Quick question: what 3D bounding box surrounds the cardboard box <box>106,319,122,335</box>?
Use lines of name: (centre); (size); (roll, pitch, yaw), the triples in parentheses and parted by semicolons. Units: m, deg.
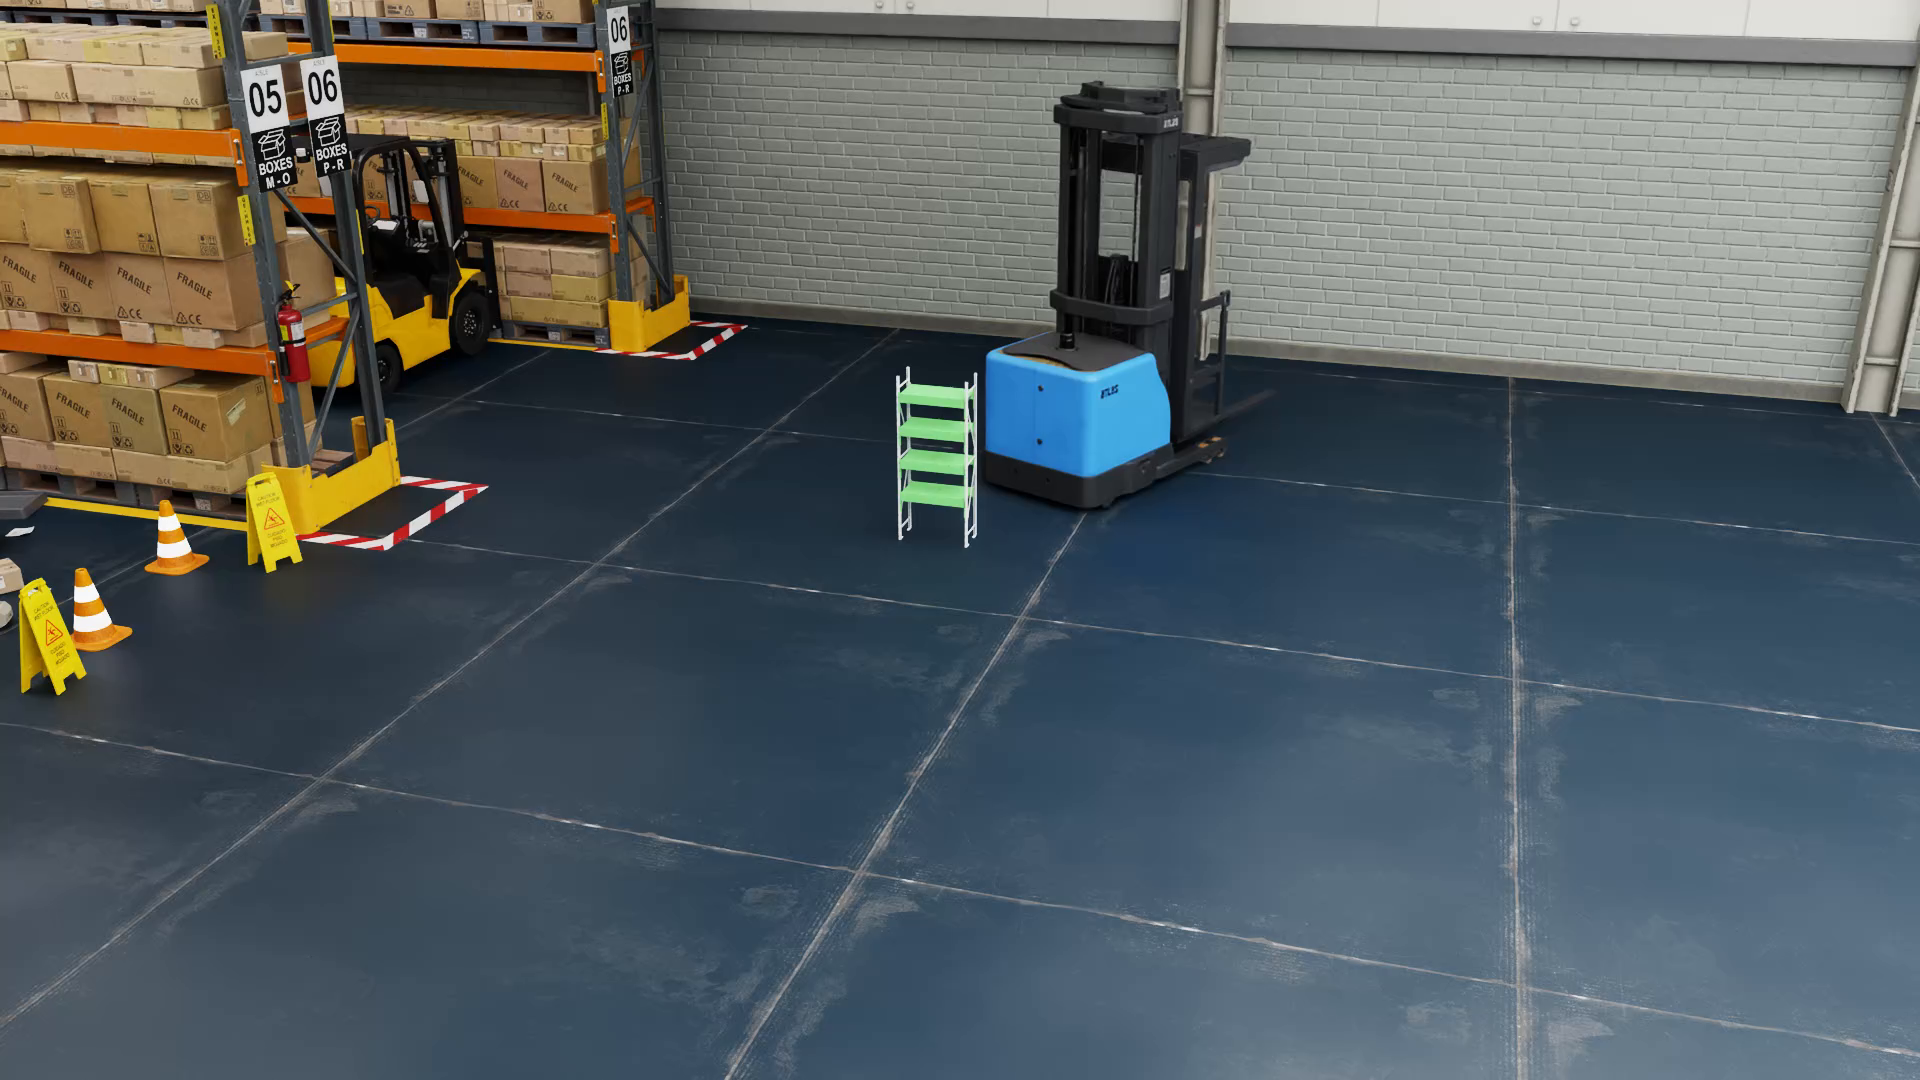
cardboard box: (-5.955, -1.608, 12.068); (0.250, 0.149, 0.380); (7, 23, 16)

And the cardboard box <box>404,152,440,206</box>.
cardboard box: (-5.148, -3.617, 16.504); (0.500, 0.500, 0.500); (7, 23, 16)

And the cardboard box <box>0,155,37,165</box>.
cardboard box: (-7.077, -2.470, 11.998); (0.500, 0.500, 0.700); (6, 23, 14)

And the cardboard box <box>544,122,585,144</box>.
cardboard box: (-3.780, -3.907, 15.964); (0.250, 0.149, 0.380); (7, 23, 16)

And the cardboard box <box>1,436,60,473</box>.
cardboard box: (-6.881, -0.727, 12.660); (0.500, 0.250, 0.500); (6, 23, 15)

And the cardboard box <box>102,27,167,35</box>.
cardboard box: (-5.794, -3.513, 11.710); (0.250, 0.149, 0.380); (6, 23, 15)

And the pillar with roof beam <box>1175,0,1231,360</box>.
pillar with roof beam: (0.963, -4.402, 10.645); (0.400, 9.000, 9.100); (7, 23, 16)

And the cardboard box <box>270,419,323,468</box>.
cardboard box: (-5.254, -0.752, 12.721); (0.500, 0.250, 0.500); (6, 23, 15)

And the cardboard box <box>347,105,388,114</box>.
cardboard box: (-6.082, -4.375, 17.106); (0.250, 0.149, 0.380); (6, 23, 15)

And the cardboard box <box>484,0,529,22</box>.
cardboard box: (-4.255, -5.019, 15.593); (0.258, 0.266, 0.396); (7, 23, 16)

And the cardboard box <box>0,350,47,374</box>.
cardboard box: (-7.051, -1.366, 12.375); (0.250, 0.149, 0.380); (8, 24, 19)

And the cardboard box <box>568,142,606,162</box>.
cardboard box: (-3.544, -3.727, 15.918); (0.250, 0.149, 0.380); (7, 23, 16)

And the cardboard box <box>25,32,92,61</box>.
cardboard box: (-6.159, -3.389, 11.407); (0.250, 0.149, 0.380); (6, 23, 14)

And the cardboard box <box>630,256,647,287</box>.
cardboard box: (-3.522, -2.725, 16.872); (0.500, 0.250, 0.500); (7, 23, 16)

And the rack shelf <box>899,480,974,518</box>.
rack shelf: (-0.158, -0.292, 11.702); (0.480, 0.148, 0.258); (7, 23, 16)

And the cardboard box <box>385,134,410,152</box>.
cardboard box: (-5.515, -3.948, 16.457); (0.250, 0.149, 0.380); (6, 23, 14)

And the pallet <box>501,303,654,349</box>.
pallet: (-3.876, -2.223, 16.912); (1.213, 0.211, 1.003); (7, 23, 16)

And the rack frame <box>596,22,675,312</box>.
rack frame: (-3.131, -3.445, 16.216); (0.127, 3.000, 1.000); (7, 23, 16)

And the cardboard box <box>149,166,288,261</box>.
cardboard box: (-5.114, -2.264, 11.496); (0.500, 0.500, 0.700); (6, 23, 14)

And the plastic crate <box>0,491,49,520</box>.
plastic crate: (-7.125, -0.259, 12.295); (0.583, 0.080, 0.402); (-1, 22, -3)

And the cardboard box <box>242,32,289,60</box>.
cardboard box: (-4.843, -3.395, 11.421); (0.250, 0.149, 0.380); (6, 23, 15)

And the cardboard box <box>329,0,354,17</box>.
cardboard box: (-5.883, -5.152, 16.070); (0.250, 0.149, 0.380); (7, 23, 17)

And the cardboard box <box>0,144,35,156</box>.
cardboard box: (-9.957, -4.291, 17.817); (0.500, 0.250, 0.500); (7, 23, 17)

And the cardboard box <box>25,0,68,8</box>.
cardboard box: (-9.193, -5.717, 16.985); (0.500, 0.500, 0.500); (7, 23, 17)

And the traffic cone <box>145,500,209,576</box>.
traffic cone: (-5.346, -0.046, 11.272); (0.334, 0.463, 0.336); (7, 23, 16)

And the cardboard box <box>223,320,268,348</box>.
cardboard box: (-4.982, -1.488, 11.776); (0.250, 0.149, 0.380); (7, 23, 17)

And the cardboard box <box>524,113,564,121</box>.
cardboard box: (-4.122, -4.141, 16.533); (0.250, 0.149, 0.380); (7, 23, 16)

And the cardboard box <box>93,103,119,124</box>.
cardboard box: (-5.700, -2.959, 11.409); (0.250, 0.149, 0.380); (7, 23, 16)

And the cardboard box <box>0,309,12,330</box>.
cardboard box: (-6.960, -1.669, 12.216); (0.250, 0.149, 0.380); (7, 23, 16)

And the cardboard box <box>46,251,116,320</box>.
cardboard box: (-6.117, -1.897, 11.918); (0.500, 0.500, 0.500); (6, 23, 15)

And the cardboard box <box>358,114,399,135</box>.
cardboard box: (-5.745, -4.120, 16.483); (0.250, 0.149, 0.380); (6, 23, 15)

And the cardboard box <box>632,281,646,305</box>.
cardboard box: (-3.545, -2.492, 16.962); (0.500, 0.250, 0.500); (7, 23, 16)

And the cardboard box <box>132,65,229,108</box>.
cardboard box: (-5.129, -3.055, 11.119); (0.500, 0.250, 0.500); (6, 23, 15)

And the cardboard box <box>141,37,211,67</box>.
cardboard box: (-5.207, -3.254, 11.077); (0.250, 0.149, 0.380); (7, 23, 16)

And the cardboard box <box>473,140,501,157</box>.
cardboard box: (-4.532, -3.839, 16.189); (0.250, 0.149, 0.380); (6, 23, 14)

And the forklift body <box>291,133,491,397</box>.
forklift body: (-5.474, -2.597, 15.268); (1.214, 2.155, 2.313); (7, 23, 16)

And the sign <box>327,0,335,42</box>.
sign: (-4.405, -3.630, 11.564); (0.005, 0.325, 0.100); (7, 23, 16)

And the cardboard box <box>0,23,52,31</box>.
cardboard box: (-6.763, -3.647, 12.036); (0.250, 0.149, 0.380); (7, 23, 16)

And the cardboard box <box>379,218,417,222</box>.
cardboard box: (-5.945, -3.234, 17.455); (0.500, 0.250, 0.500); (6, 23, 15)

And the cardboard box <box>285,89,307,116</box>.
cardboard box: (-4.785, -3.067, 11.673); (0.250, 0.149, 0.380); (7, 23, 16)

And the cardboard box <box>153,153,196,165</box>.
cardboard box: (-8.000, -4.060, 17.254); (0.500, 0.250, 0.500); (6, 23, 14)

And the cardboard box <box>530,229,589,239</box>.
cardboard box: (-4.016, -3.004, 16.894); (0.500, 0.250, 0.500); (7, 23, 16)

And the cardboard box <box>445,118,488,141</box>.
cardboard box: (-4.786, -3.995, 16.178); (0.250, 0.149, 0.380); (7, 23, 17)

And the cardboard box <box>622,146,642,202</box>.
cardboard box: (-3.526, -3.646, 16.575); (0.500, 0.500, 0.500); (7, 23, 17)

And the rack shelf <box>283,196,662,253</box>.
rack shelf: (-5.046, -3.331, 16.887); (4.000, 0.370, 1.077); (7, 23, 16)

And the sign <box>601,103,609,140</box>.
sign: (-3.302, -3.894, 15.474); (0.005, 0.325, 0.100); (7, 23, 16)

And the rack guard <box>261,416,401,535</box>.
rack guard: (-4.634, -0.493, 12.313); (0.348, 0.500, 1.175); (7, 23, 16)

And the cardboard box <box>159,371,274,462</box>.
cardboard box: (-5.404, -0.903, 12.101); (0.500, 0.500, 0.500); (7, 23, 16)

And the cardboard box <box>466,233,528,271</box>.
cardboard box: (-4.639, -2.872, 16.572); (0.500, 0.250, 0.500); (7, 23, 16)

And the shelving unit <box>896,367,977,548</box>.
shelving unit: (-0.158, -0.573, 11.587); (0.503, 1.200, 0.258); (7, 23, 16)

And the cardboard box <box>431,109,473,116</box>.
cardboard box: (-5.118, -4.251, 16.802); (0.250, 0.149, 0.380); (7, 23, 17)

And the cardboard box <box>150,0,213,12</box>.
cardboard box: (-7.724, -5.461, 16.611); (0.500, 0.311, 0.500); (6, 23, 14)

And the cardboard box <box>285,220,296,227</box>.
cardboard box: (-7.464, -3.032, 17.785); (0.625, 0.625, 0.875); (8, 24, 18)

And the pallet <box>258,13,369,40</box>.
pallet: (-6.137, -5.146, 16.527); (1.213, 0.211, 1.003); (7, 23, 16)

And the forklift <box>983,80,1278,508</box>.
forklift: (1.510, -2.071, 12.957); (1.130, 2.935, 3.031); (18, 28, 36)

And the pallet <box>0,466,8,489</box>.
pallet: (-7.738, -0.729, 13.268); (1.213, 0.211, 1.003); (7, 23, 16)
